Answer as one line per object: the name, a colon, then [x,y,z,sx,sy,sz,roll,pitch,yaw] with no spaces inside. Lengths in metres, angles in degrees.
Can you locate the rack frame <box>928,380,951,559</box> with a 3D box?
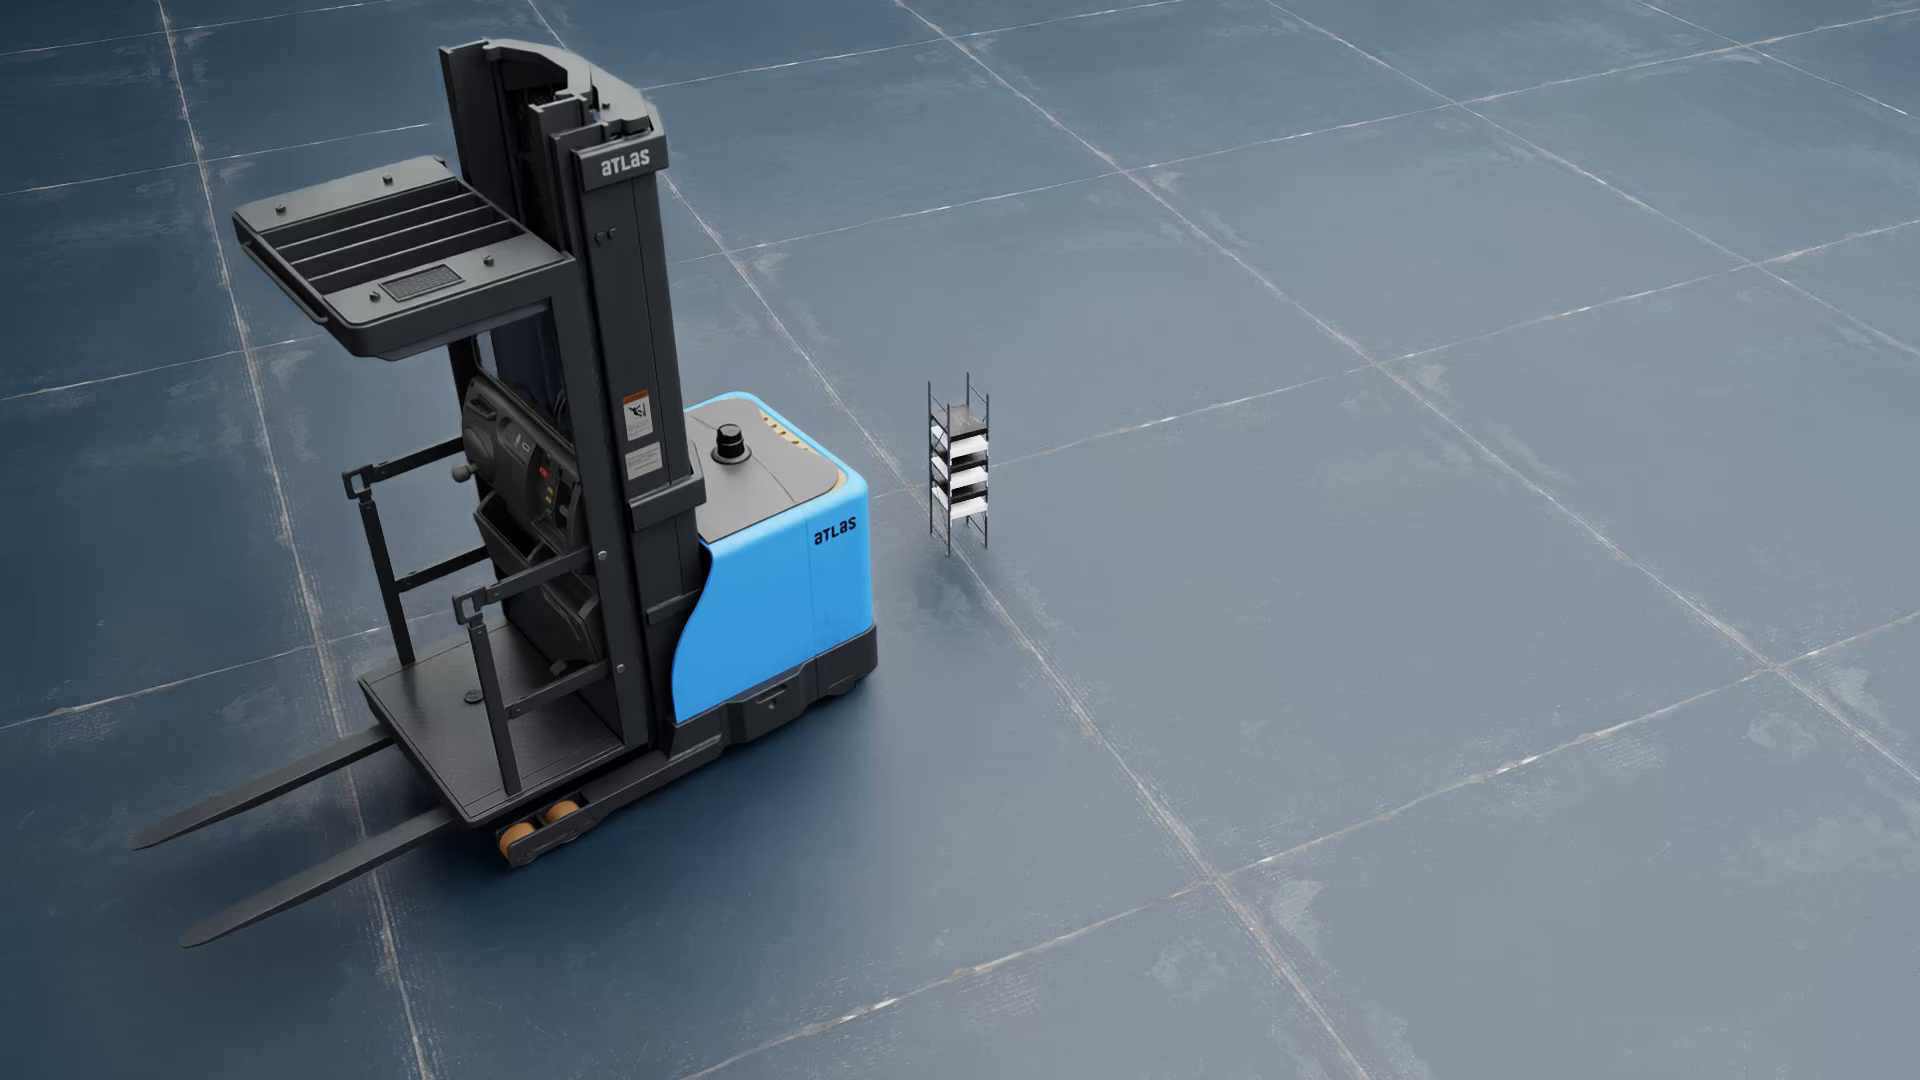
rack frame: [-0.099,-0.334,8.088,0.006,0.900,0.240,-16,39,-20]

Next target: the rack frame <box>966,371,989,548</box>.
rack frame: [0.085,-0.385,8.157,0.006,0.900,0.240,-16,39,-20]

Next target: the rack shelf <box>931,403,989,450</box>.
rack shelf: [-0.007,-0.549,7.981,0.200,0.077,0.258,-16,39,-20]

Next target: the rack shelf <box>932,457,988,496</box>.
rack shelf: [-0.007,-0.333,8.142,0.200,0.077,0.258,-16,39,-20]

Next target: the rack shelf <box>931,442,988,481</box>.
rack shelf: [-0.007,-0.405,8.088,0.200,0.077,0.258,-16,39,-20]

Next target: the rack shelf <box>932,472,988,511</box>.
rack shelf: [-0.007,-0.260,8.196,0.200,0.077,0.258,-16,39,-20]

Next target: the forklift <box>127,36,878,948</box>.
forklift: [-1.839,-0.238,6.253,3.031,2.935,1.130,-25,44,-30]

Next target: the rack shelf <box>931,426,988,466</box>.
rack shelf: [-0.007,-0.477,8.035,0.200,0.077,0.258,-16,39,-20]

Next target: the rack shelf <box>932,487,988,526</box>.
rack shelf: [-0.007,-0.188,8.249,0.200,0.077,0.258,-16,39,-20]

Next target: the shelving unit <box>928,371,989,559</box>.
shelving unit: [-0.007,-0.359,8.122,0.210,0.900,0.258,-16,39,-20]
